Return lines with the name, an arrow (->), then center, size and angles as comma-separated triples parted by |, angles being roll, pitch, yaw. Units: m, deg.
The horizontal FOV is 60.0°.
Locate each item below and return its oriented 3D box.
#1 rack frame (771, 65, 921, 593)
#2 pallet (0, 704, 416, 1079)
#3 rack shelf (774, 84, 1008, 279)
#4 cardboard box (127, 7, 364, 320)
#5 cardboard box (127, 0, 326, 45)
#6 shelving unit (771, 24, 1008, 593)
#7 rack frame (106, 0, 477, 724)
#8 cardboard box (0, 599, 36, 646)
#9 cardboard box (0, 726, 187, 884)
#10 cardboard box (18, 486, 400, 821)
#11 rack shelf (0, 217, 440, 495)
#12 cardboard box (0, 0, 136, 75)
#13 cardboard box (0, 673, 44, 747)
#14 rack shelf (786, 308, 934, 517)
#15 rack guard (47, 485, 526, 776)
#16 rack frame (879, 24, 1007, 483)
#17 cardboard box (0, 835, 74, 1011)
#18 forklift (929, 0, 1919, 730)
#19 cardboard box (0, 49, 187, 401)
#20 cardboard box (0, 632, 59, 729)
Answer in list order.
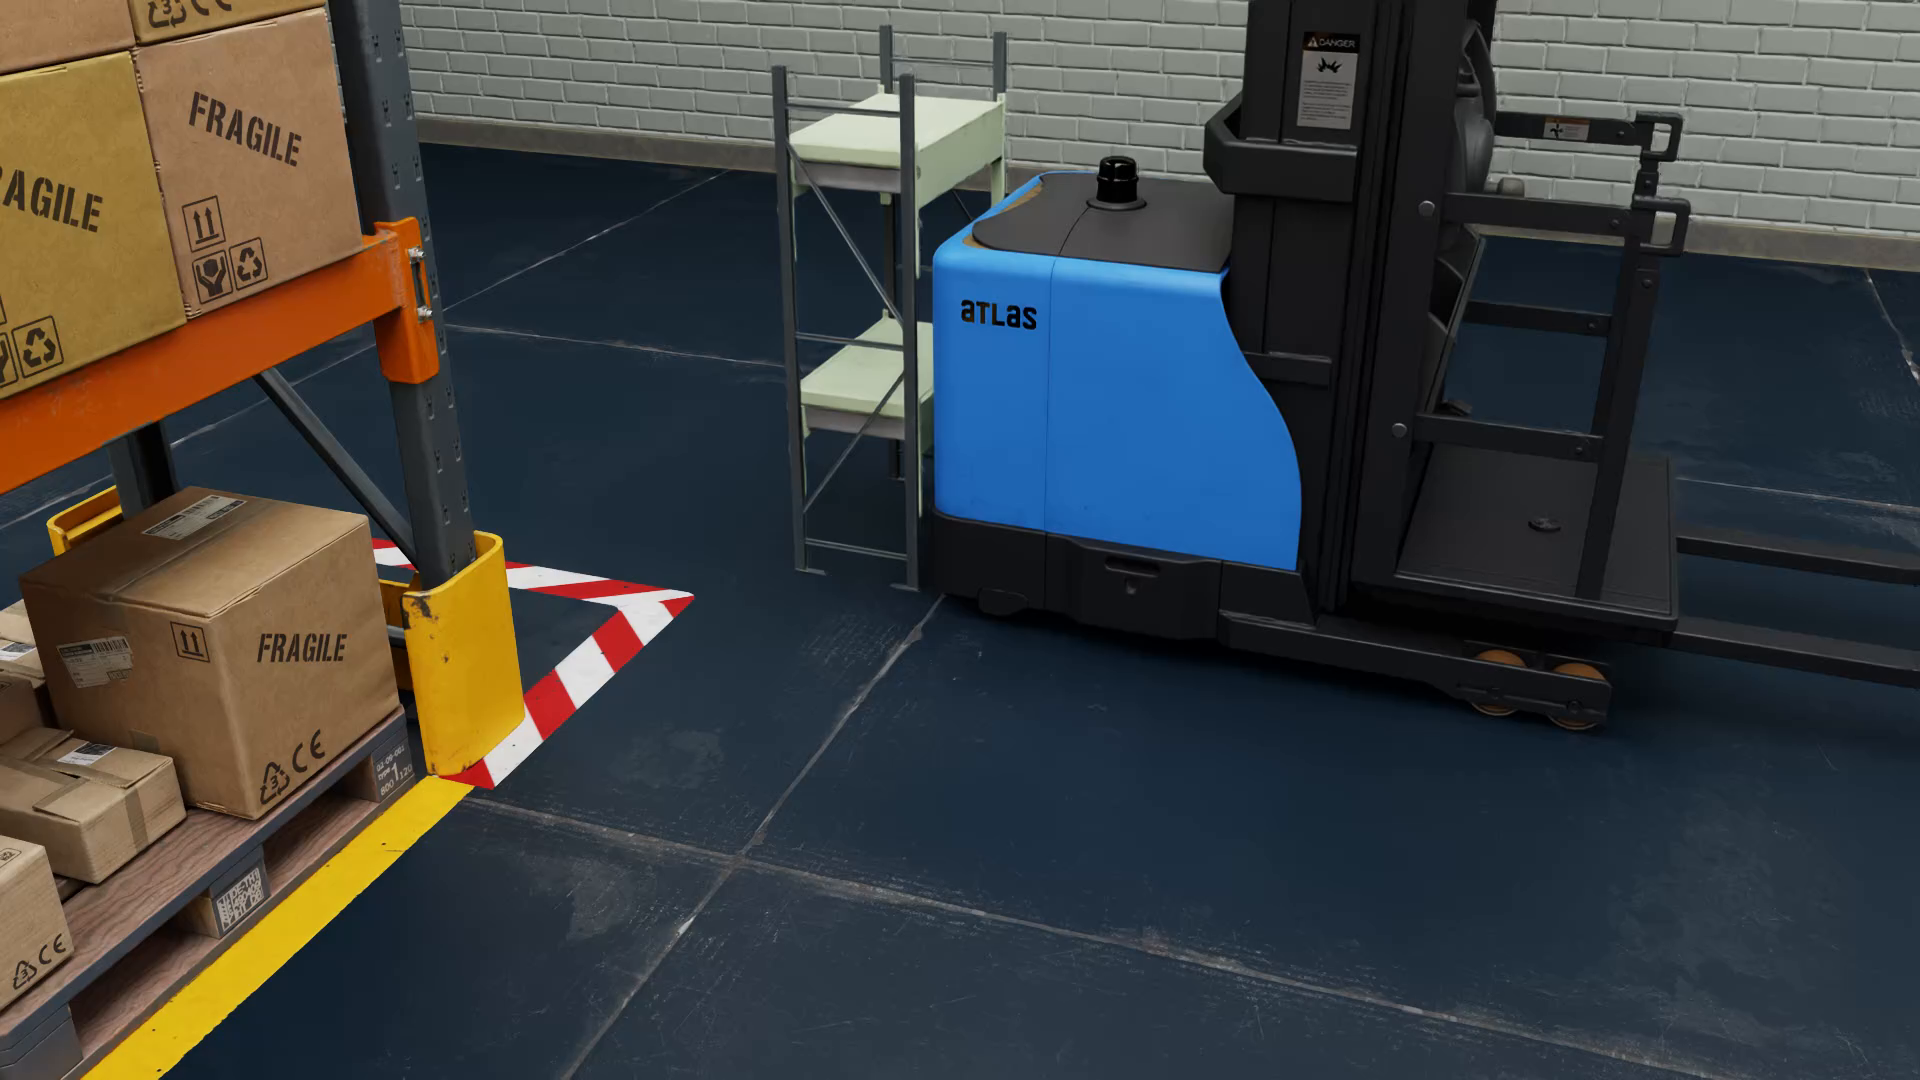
rack frame -> -0.309, -0.553, 4.672 | 0.400, 1.500, 0.023 | 9, 27, 18
pallet -> -1.979, 0.662, 3.641 | 1.003, 0.211, 1.213 | 9, 27, 17
rack shelf -> -0.181, -1.054, 4.810 | 0.431, 0.370, 0.720 | 9, 27, 18
cardboard box -> -1.582, -0.774, 3.291 | 0.500, 0.500, 0.500 | 10, 27, 19
cardboard box -> -1.579, -1.225, 3.075 | 0.500, 0.500, 0.500 | 9, 27, 17
shelving unit -> -0.181, -0.703, 4.980 | 0.431, 1.500, 0.755 | 9, 27, 18
rack frame -> -1.690, -0.952, 3.775 | 1.000, 3.000, 0.127 | 9, 27, 17
cardboard box -> -2.153, 0.255, 4.048 | 0.380, 0.149, 0.250 | 9, 27, 17
cardboard box -> -1.858, 0.537, 3.444 | 0.380, 0.166, 0.250 | 9, 27, 17
cardboard box -> -1.638, 0.234, 3.688 | 0.500, 0.500, 0.500 | 9, 27, 17
rack shelf -> -2.355, 0.193, 2.234 | 1.077, 0.370, 4.000 | 9, 27, 17
cardboard box -> -1.746, -1.017, 2.646 | 0.500, 0.500, 0.500 | 10, 27, 19
cardboard box -> -2.305, 0.475, 3.477 | 0.500, 0.250, 0.500 | 9, 27, 17
rack shelf -> -0.181, -0.409, 5.122 | 0.431, 0.370, 0.720 | 9, 27, 18
rack guard -> -1.715, 0.204, 4.255 | 1.175, 0.500, 0.348 | 9, 27, 17
rack frame -> -0.053, -0.852, 5.289 | 0.400, 1.500, 0.023 | 9, 27, 18
cardboard box -> -1.983, 0.732, 2.946 | 0.500, 0.250, 0.500 | 9, 27, 17
forklift -> 1.484, -1.096, 4.151 | 3.031, 2.935, 1.130 | 9, 27, 18
cardboard box -> -1.751, -0.560, 2.850 | 0.500, 0.500, 0.500 | 9, 27, 18
cardboard box -> -2.236, 0.350, 3.832 | 0.380, 0.166, 0.250 | 9, 27, 17
